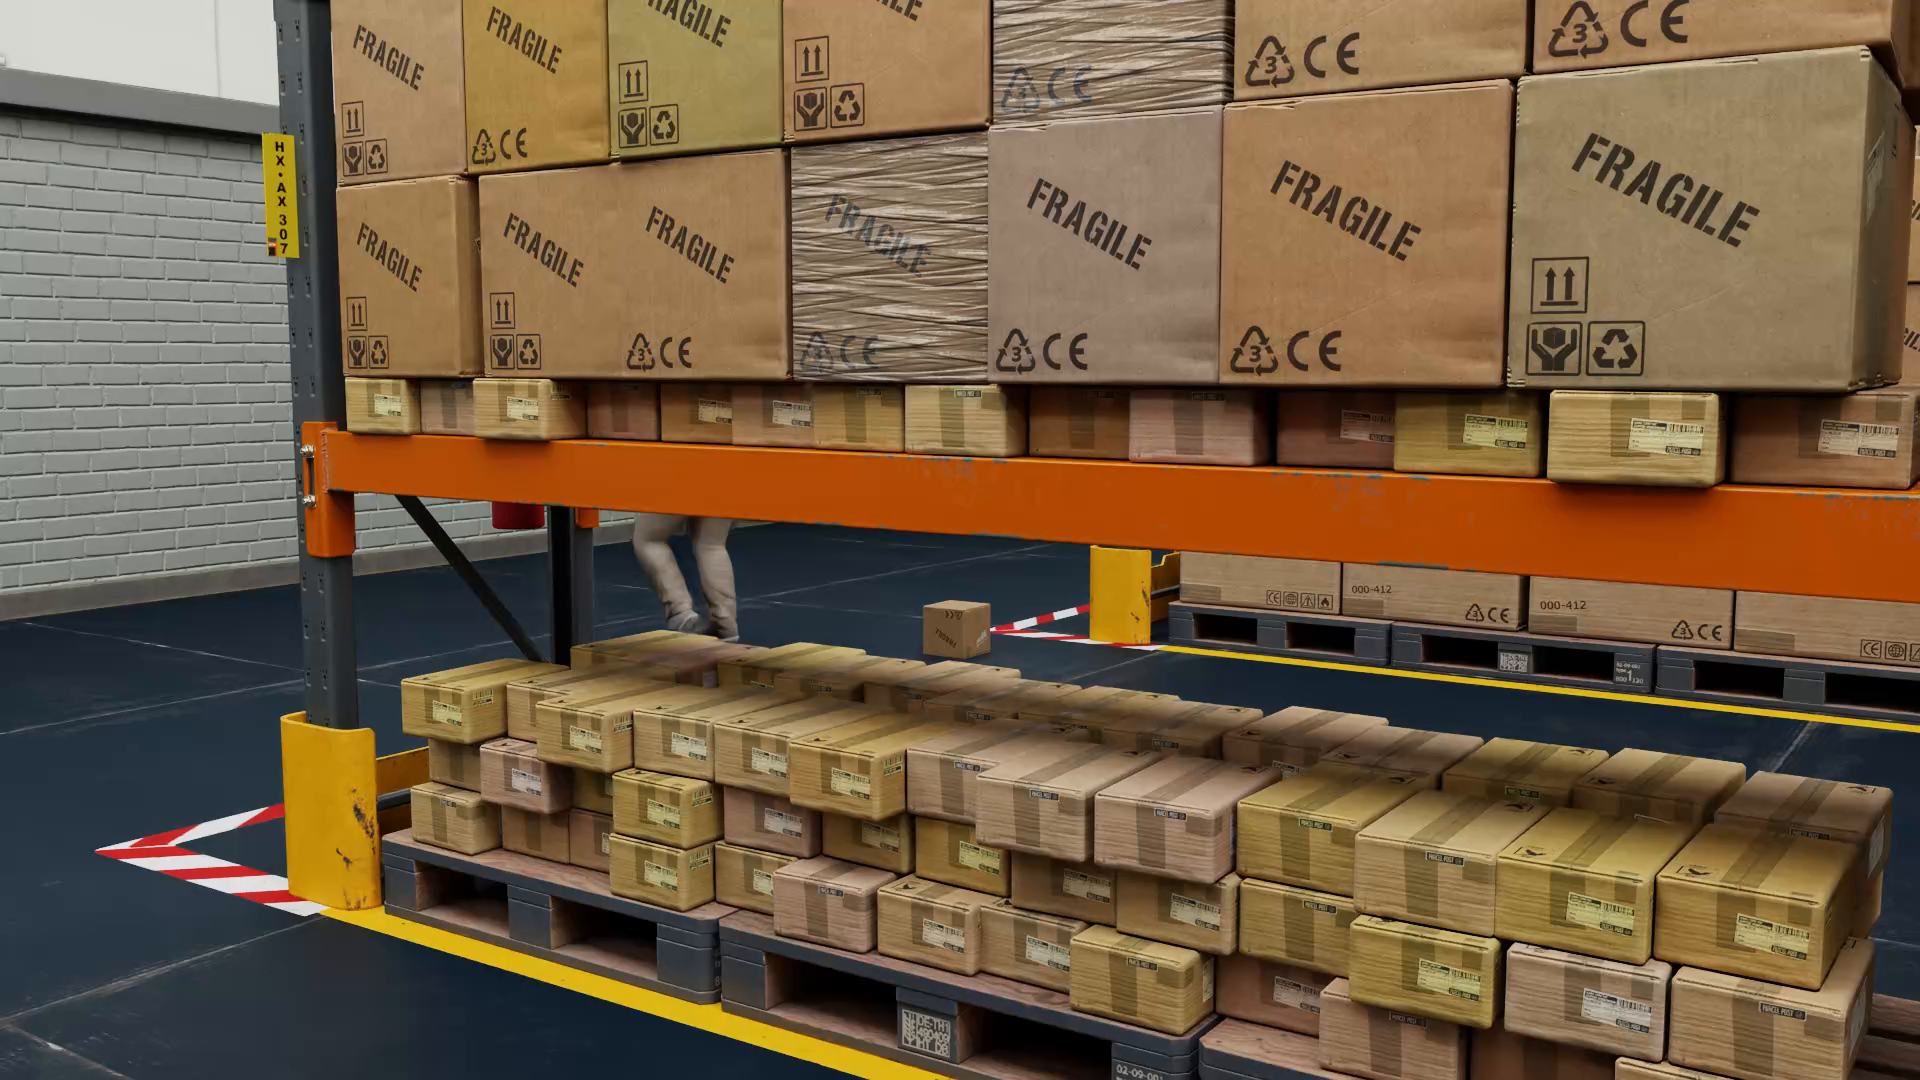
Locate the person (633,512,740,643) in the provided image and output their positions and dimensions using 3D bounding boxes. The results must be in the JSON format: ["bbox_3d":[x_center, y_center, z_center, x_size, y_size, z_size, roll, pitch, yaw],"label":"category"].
[{"bbox_3d":[-1.391,-0.285,8.538,0.486,1.783,0.544,4,8,35],"label":"person"}]
